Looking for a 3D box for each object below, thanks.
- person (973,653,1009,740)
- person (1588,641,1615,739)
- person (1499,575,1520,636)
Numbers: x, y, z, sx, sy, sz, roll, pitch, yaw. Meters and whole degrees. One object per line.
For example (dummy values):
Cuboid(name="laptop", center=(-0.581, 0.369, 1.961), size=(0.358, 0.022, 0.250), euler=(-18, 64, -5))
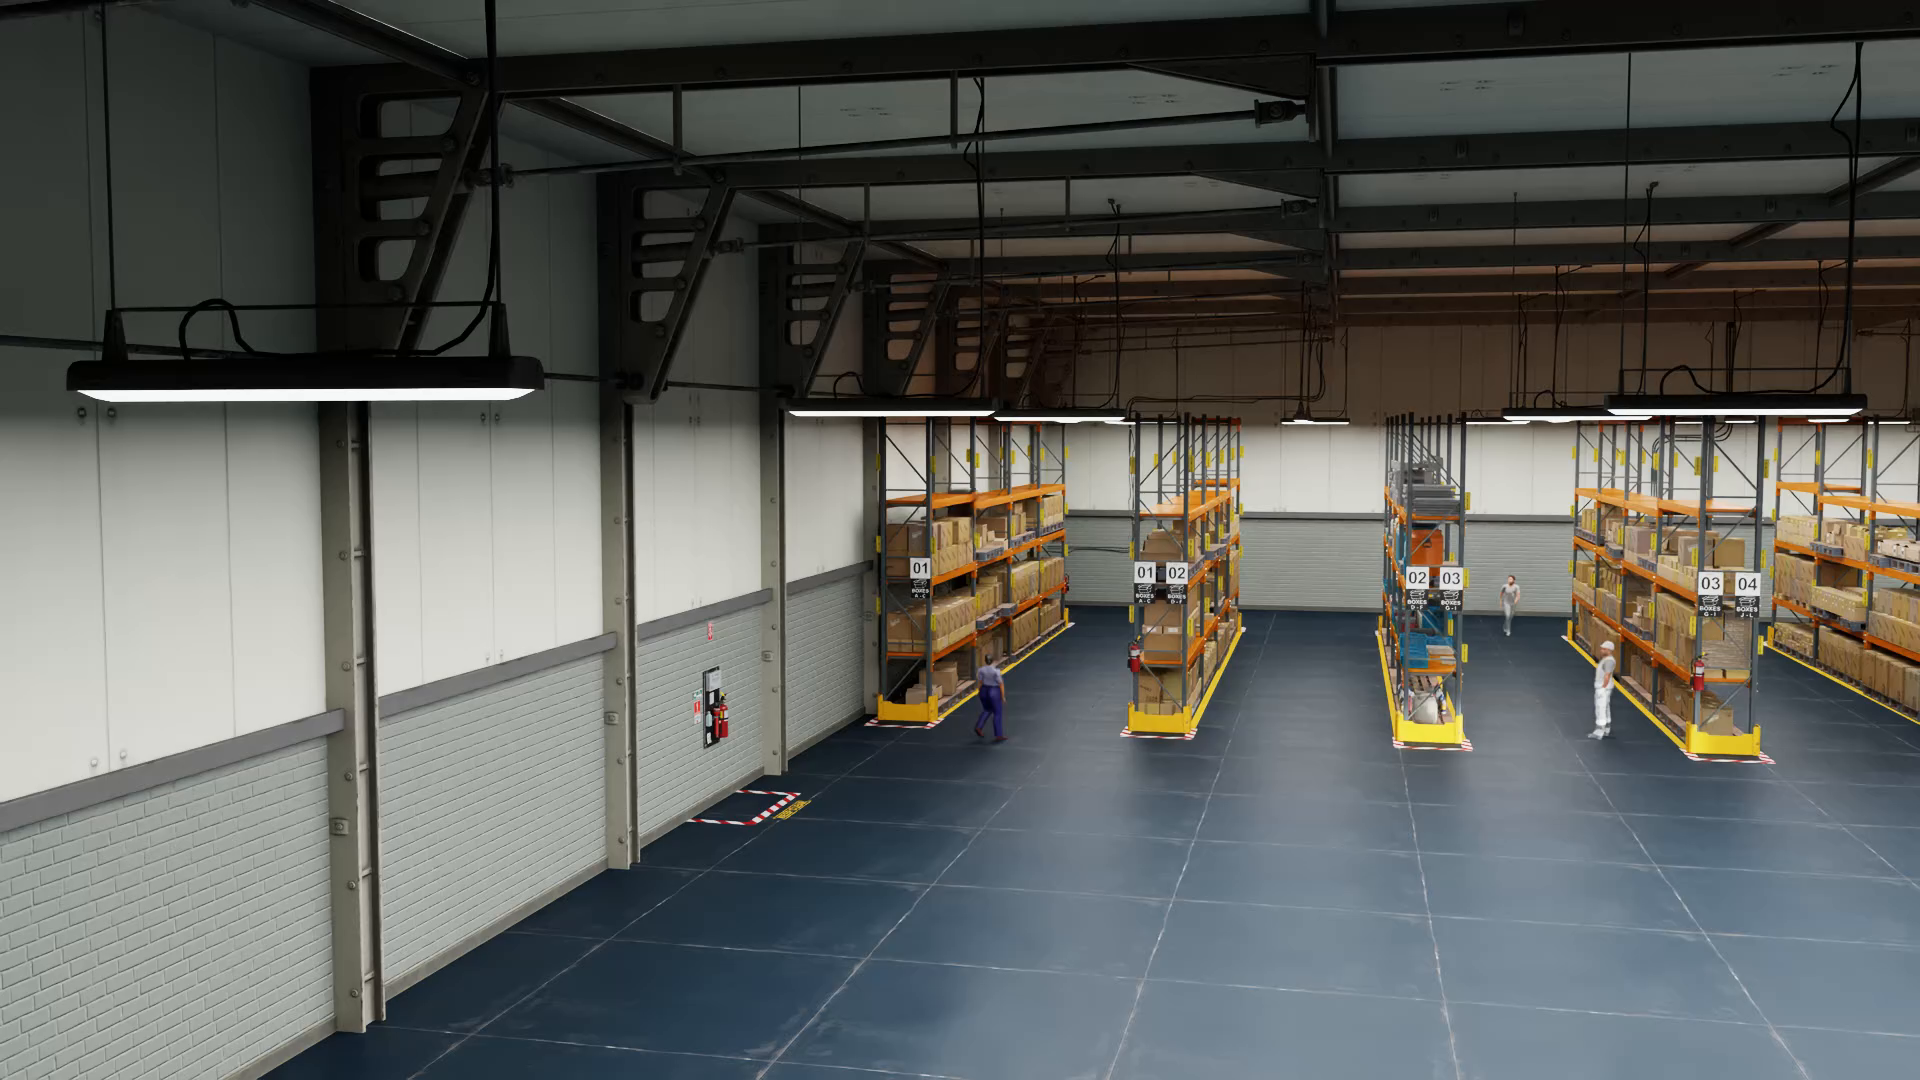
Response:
Cuboid(name="person", center=(0.577, 2.861, 30.470), size=(0.567, 1.637, 0.531), euler=(3, 5, 42))
Cuboid(name="person", center=(11.858, 2.755, 30.671), size=(0.446, 1.794, 0.569), euler=(2, 5, 31))
Cuboid(name="person", center=(15.253, 1.811, 46.085), size=(0.455, 1.687, 0.852), euler=(0, 4, -1))
